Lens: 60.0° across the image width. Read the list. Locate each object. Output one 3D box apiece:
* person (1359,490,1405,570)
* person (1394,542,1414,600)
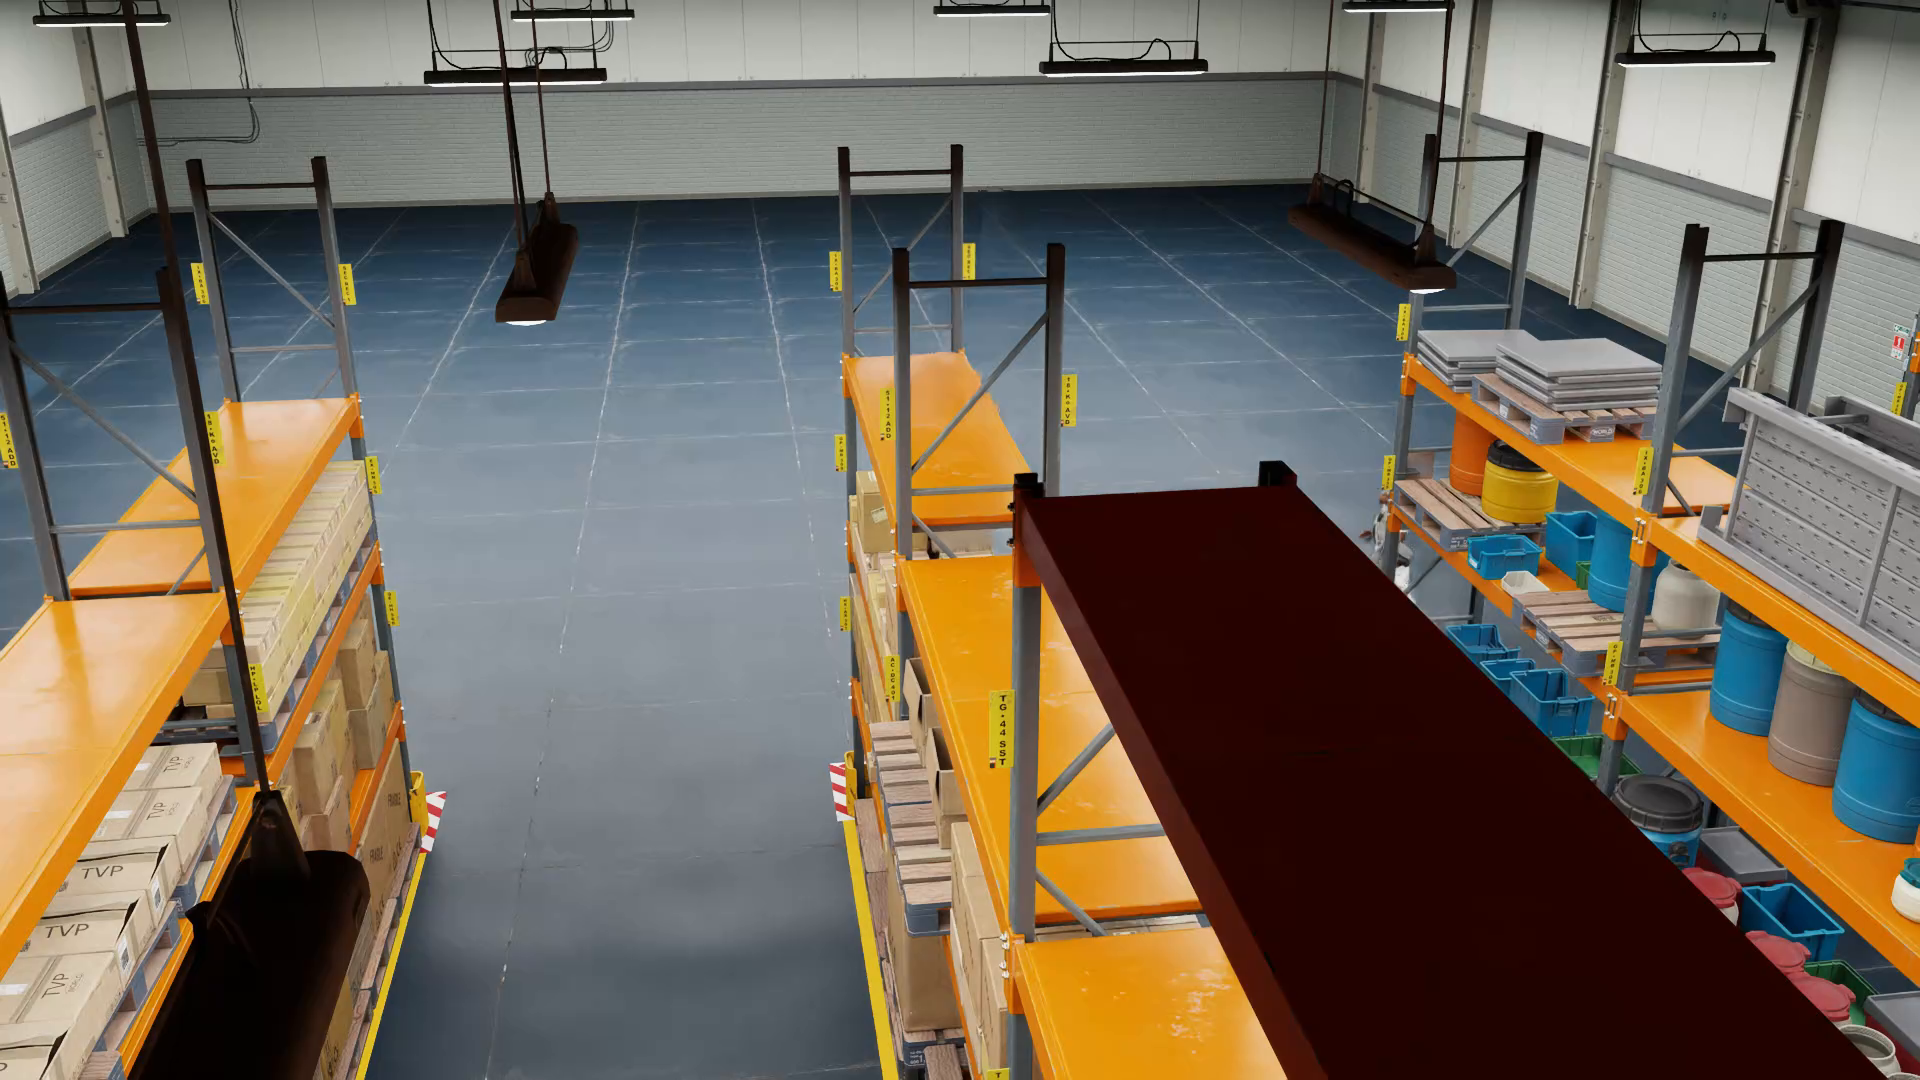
[{"bbox_3d":[4.842,0.123,19.061,0.580,1.662,0.576,8,23,19],"label":"person"},{"bbox_3d":[4.515,0.814,17.266,0.818,1.715,0.641,13,25,29],"label":"person"}]
